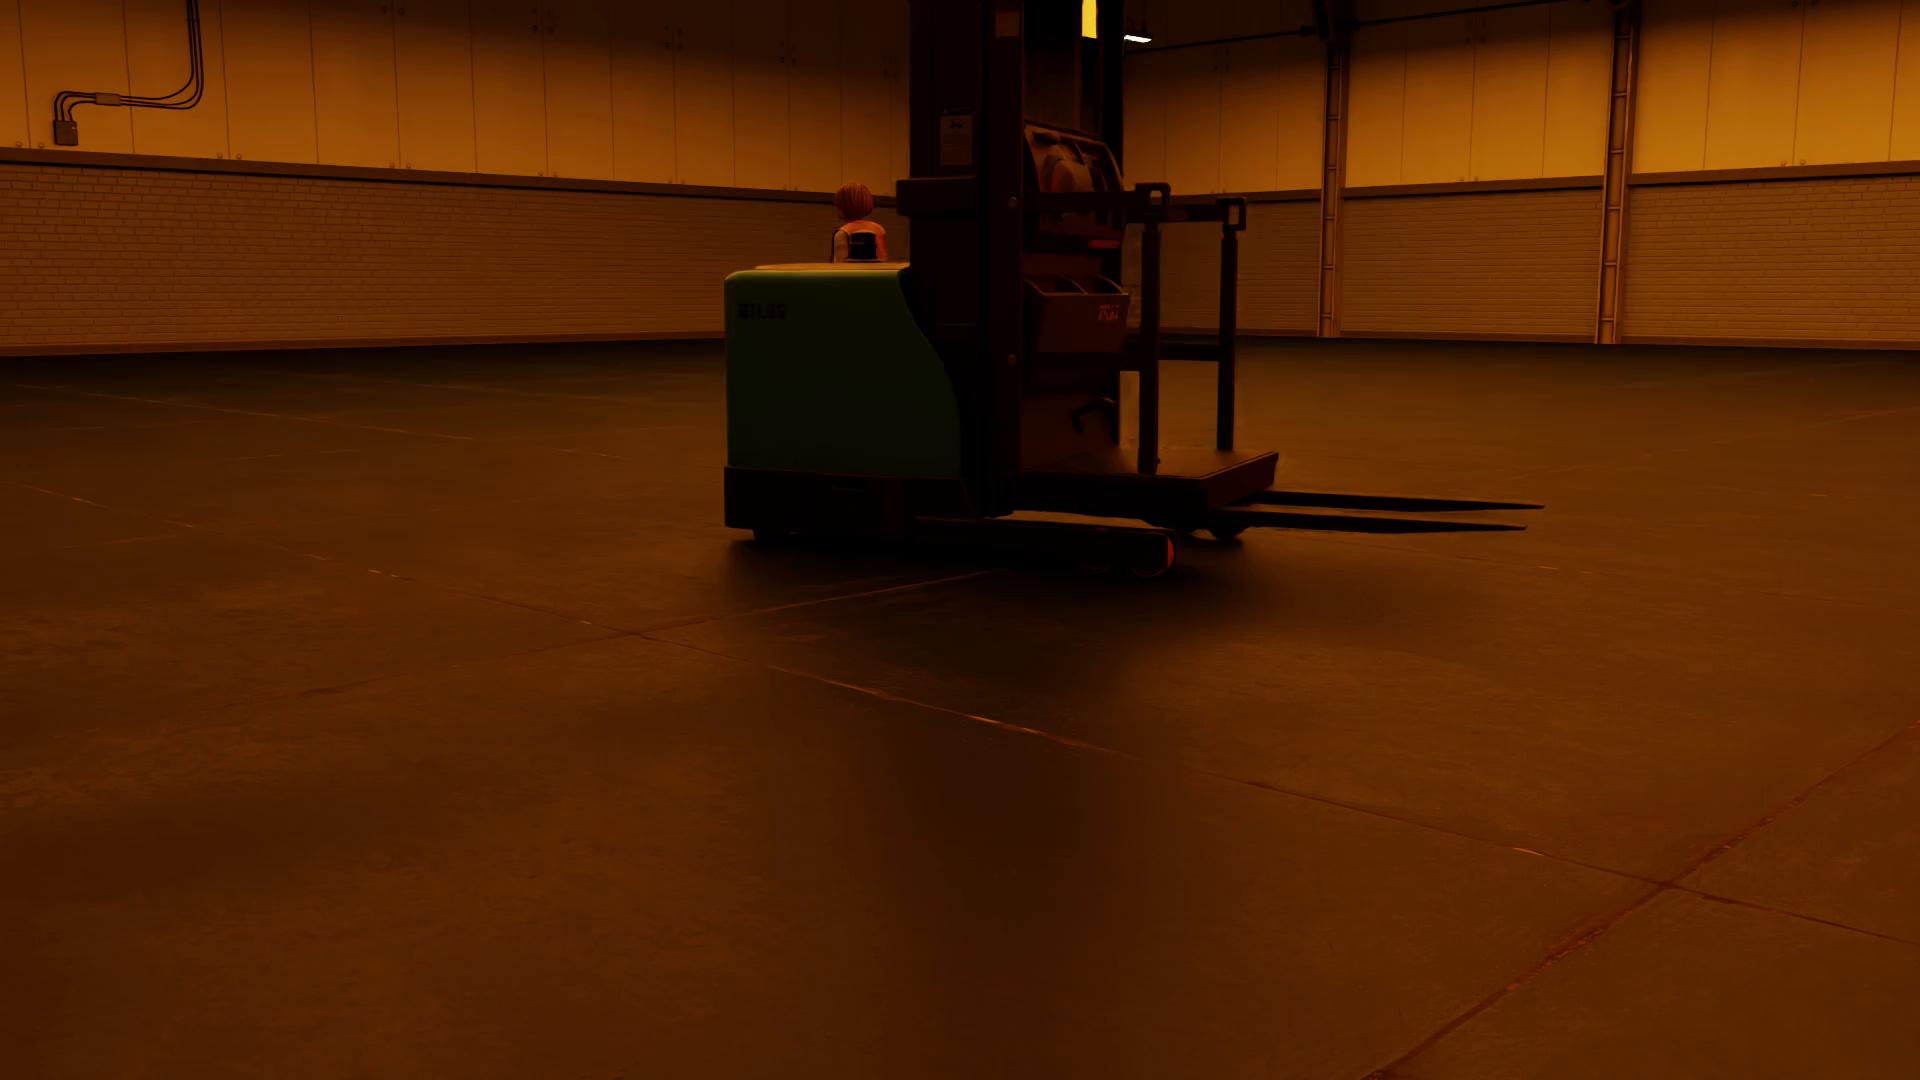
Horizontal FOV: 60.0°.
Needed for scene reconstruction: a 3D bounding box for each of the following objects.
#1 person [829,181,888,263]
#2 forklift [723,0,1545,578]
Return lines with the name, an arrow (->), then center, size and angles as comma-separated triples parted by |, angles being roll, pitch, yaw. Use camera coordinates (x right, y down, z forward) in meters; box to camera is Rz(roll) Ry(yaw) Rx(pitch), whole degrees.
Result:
person -> -0.664, -1.249, 9.599 | 0.475, 1.596, 0.521 | 7, 11, 38
forklift -> 0.622, -1.407, 6.220 | 3.031, 2.935, 1.130 | 4, 9, 24
